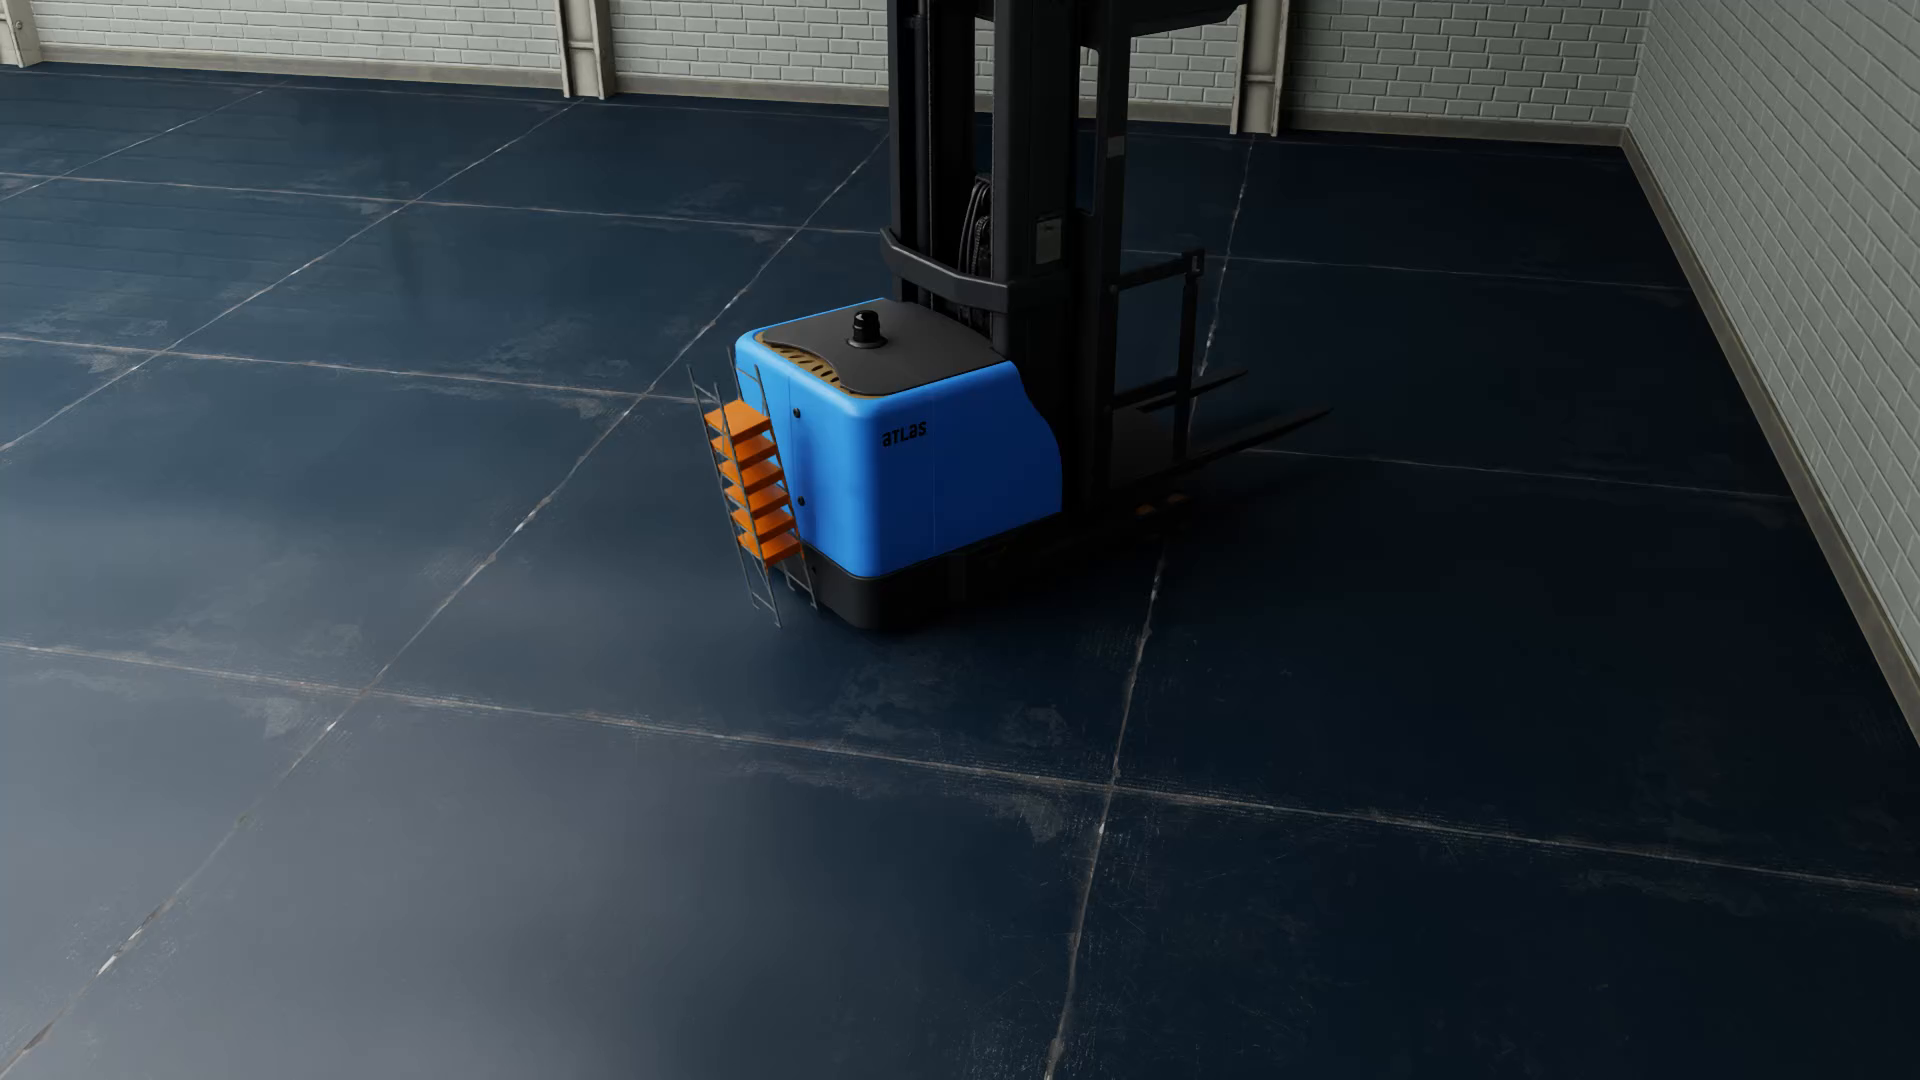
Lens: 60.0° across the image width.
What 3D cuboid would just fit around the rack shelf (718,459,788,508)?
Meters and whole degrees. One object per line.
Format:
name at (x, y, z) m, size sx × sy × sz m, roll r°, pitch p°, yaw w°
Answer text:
rack shelf at (-0.854, -0.259, 6.802) m, size 0.180 × 0.103 × 0.258 m, roll -29°, pitch 39°, yaw -25°

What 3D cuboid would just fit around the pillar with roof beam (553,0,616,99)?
pillar with roof beam at (-4.269, -5.998, 9.334) m, size 0.400 × 9.000 × 9.100 m, roll 6°, pitch 29°, yaw 11°

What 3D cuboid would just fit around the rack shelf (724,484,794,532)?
rack shelf at (-0.837, -0.162, 6.870) m, size 0.180 × 0.103 × 0.258 m, roll -29°, pitch 39°, yaw -25°

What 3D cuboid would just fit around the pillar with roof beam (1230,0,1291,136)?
pillar with roof beam at (1.599, -5.396, 8.235) m, size 0.400 × 9.000 × 9.100 m, roll 6°, pitch 29°, yaw 11°

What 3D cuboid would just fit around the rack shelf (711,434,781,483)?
rack shelf at (-0.872, -0.356, 6.735) m, size 0.180 × 0.103 × 0.258 m, roll -29°, pitch 39°, yaw -25°

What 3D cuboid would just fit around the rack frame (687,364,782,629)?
rack frame at (-0.916, -0.158, 6.807) m, size 0.006 × 1.200 × 0.240 m, roll -29°, pitch 39°, yaw -25°

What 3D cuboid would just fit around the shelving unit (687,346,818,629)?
shelving unit at (-0.843, -0.198, 6.845) m, size 0.189 × 1.200 × 0.258 m, roll -29°, pitch 39°, yaw -25°

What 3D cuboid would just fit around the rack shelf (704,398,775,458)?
rack shelf at (-0.890, -0.454, 6.667) m, size 0.180 × 0.103 × 0.258 m, roll -29°, pitch 39°, yaw -25°

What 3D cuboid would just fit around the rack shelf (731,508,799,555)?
rack shelf at (-0.819, -0.064, 6.938) m, size 0.180 × 0.103 × 0.258 m, roll -29°, pitch 39°, yaw -25°

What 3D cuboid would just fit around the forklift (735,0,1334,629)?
forklift at (0.506, -1.466, 7.376) m, size 3.031 × 2.935 × 1.130 m, roll -20°, pitch 34°, yaw -32°

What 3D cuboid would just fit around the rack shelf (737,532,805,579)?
rack shelf at (-0.801, 0.033, 7.006) m, size 0.180 × 0.103 × 0.258 m, roll -29°, pitch 39°, yaw -25°

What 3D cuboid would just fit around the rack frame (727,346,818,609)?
rack frame at (-0.770, -0.238, 6.884) m, size 0.006 × 1.200 × 0.240 m, roll -29°, pitch 39°, yaw -25°

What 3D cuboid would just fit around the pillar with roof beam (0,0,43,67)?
pillar with roof beam at (-10.137, -6.599, 10.433) m, size 0.400 × 9.000 × 9.100 m, roll 6°, pitch 29°, yaw 11°
